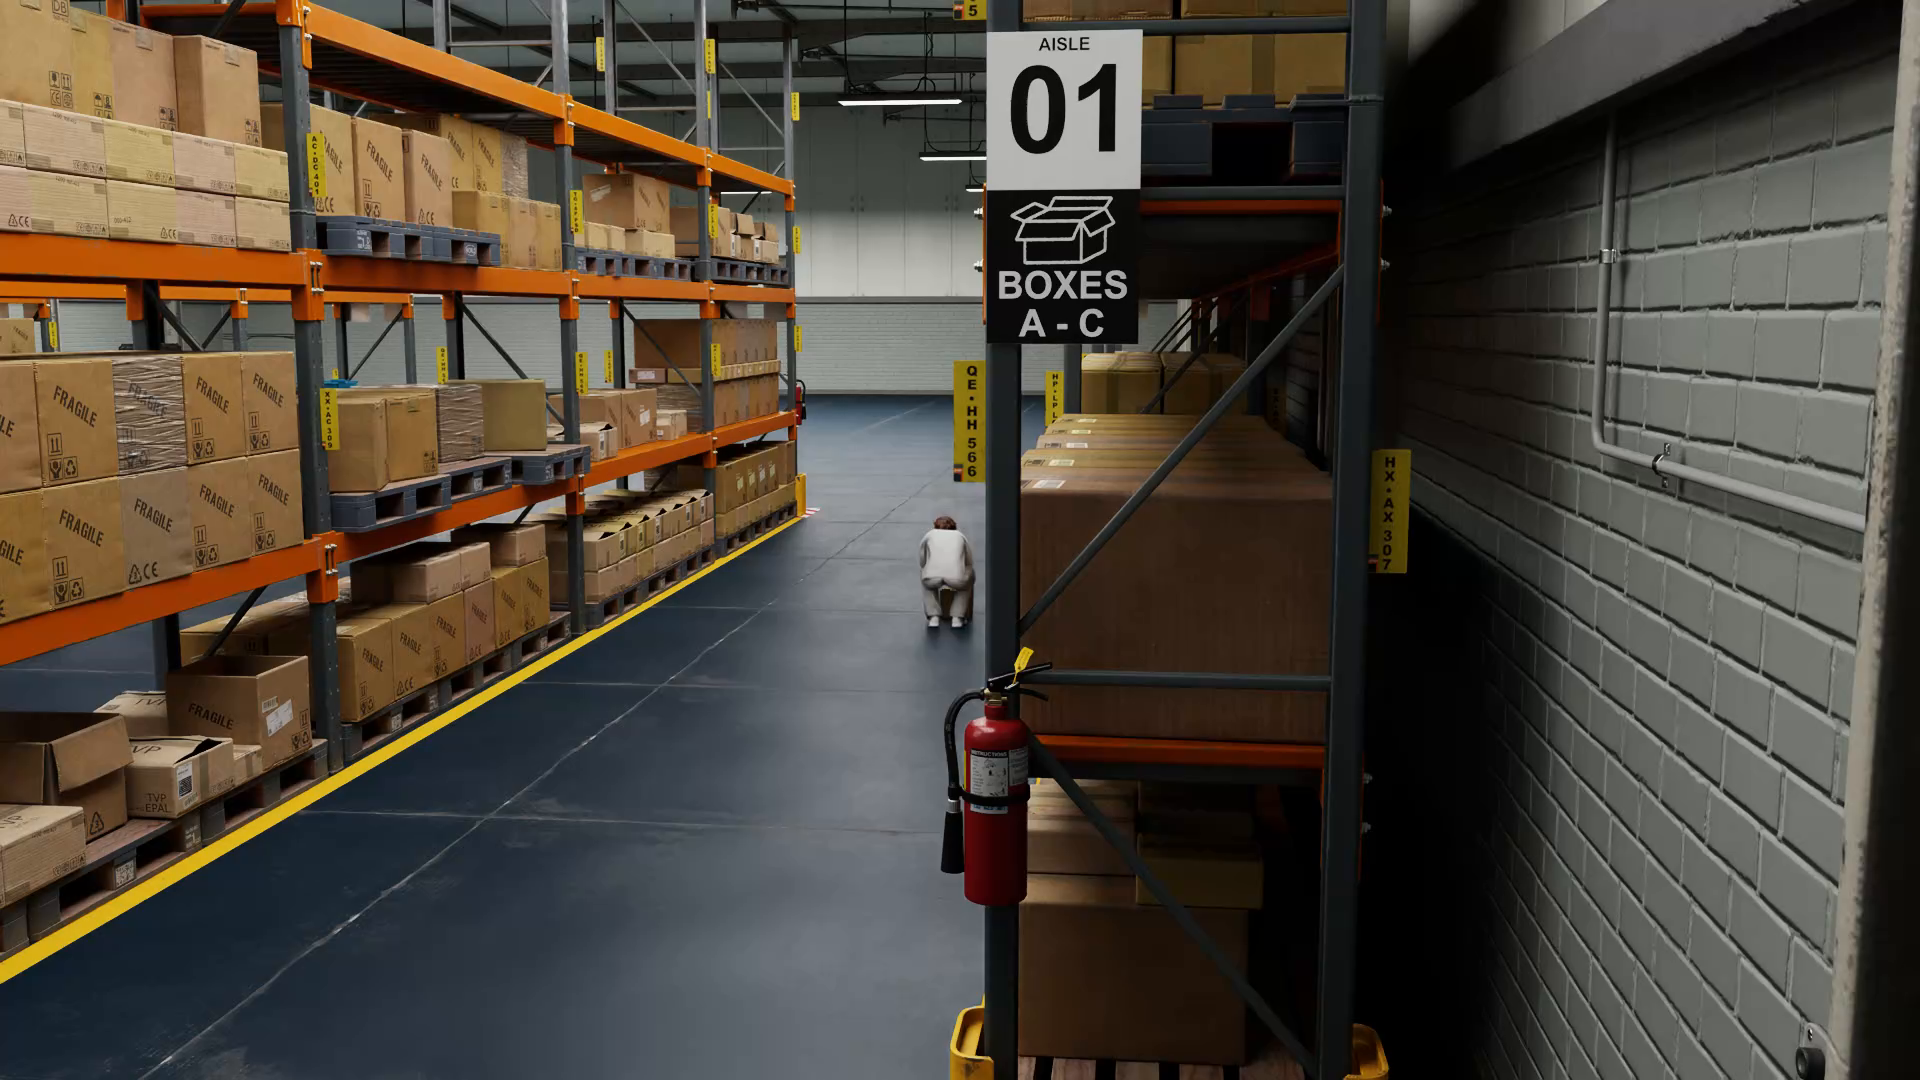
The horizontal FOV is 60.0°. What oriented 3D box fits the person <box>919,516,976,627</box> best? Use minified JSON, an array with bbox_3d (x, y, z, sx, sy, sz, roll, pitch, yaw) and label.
[{"bbox_3d":[-0.116,0.260,13.492,0.464,0.846,0.801,1,8,6],"label":"person"}]
